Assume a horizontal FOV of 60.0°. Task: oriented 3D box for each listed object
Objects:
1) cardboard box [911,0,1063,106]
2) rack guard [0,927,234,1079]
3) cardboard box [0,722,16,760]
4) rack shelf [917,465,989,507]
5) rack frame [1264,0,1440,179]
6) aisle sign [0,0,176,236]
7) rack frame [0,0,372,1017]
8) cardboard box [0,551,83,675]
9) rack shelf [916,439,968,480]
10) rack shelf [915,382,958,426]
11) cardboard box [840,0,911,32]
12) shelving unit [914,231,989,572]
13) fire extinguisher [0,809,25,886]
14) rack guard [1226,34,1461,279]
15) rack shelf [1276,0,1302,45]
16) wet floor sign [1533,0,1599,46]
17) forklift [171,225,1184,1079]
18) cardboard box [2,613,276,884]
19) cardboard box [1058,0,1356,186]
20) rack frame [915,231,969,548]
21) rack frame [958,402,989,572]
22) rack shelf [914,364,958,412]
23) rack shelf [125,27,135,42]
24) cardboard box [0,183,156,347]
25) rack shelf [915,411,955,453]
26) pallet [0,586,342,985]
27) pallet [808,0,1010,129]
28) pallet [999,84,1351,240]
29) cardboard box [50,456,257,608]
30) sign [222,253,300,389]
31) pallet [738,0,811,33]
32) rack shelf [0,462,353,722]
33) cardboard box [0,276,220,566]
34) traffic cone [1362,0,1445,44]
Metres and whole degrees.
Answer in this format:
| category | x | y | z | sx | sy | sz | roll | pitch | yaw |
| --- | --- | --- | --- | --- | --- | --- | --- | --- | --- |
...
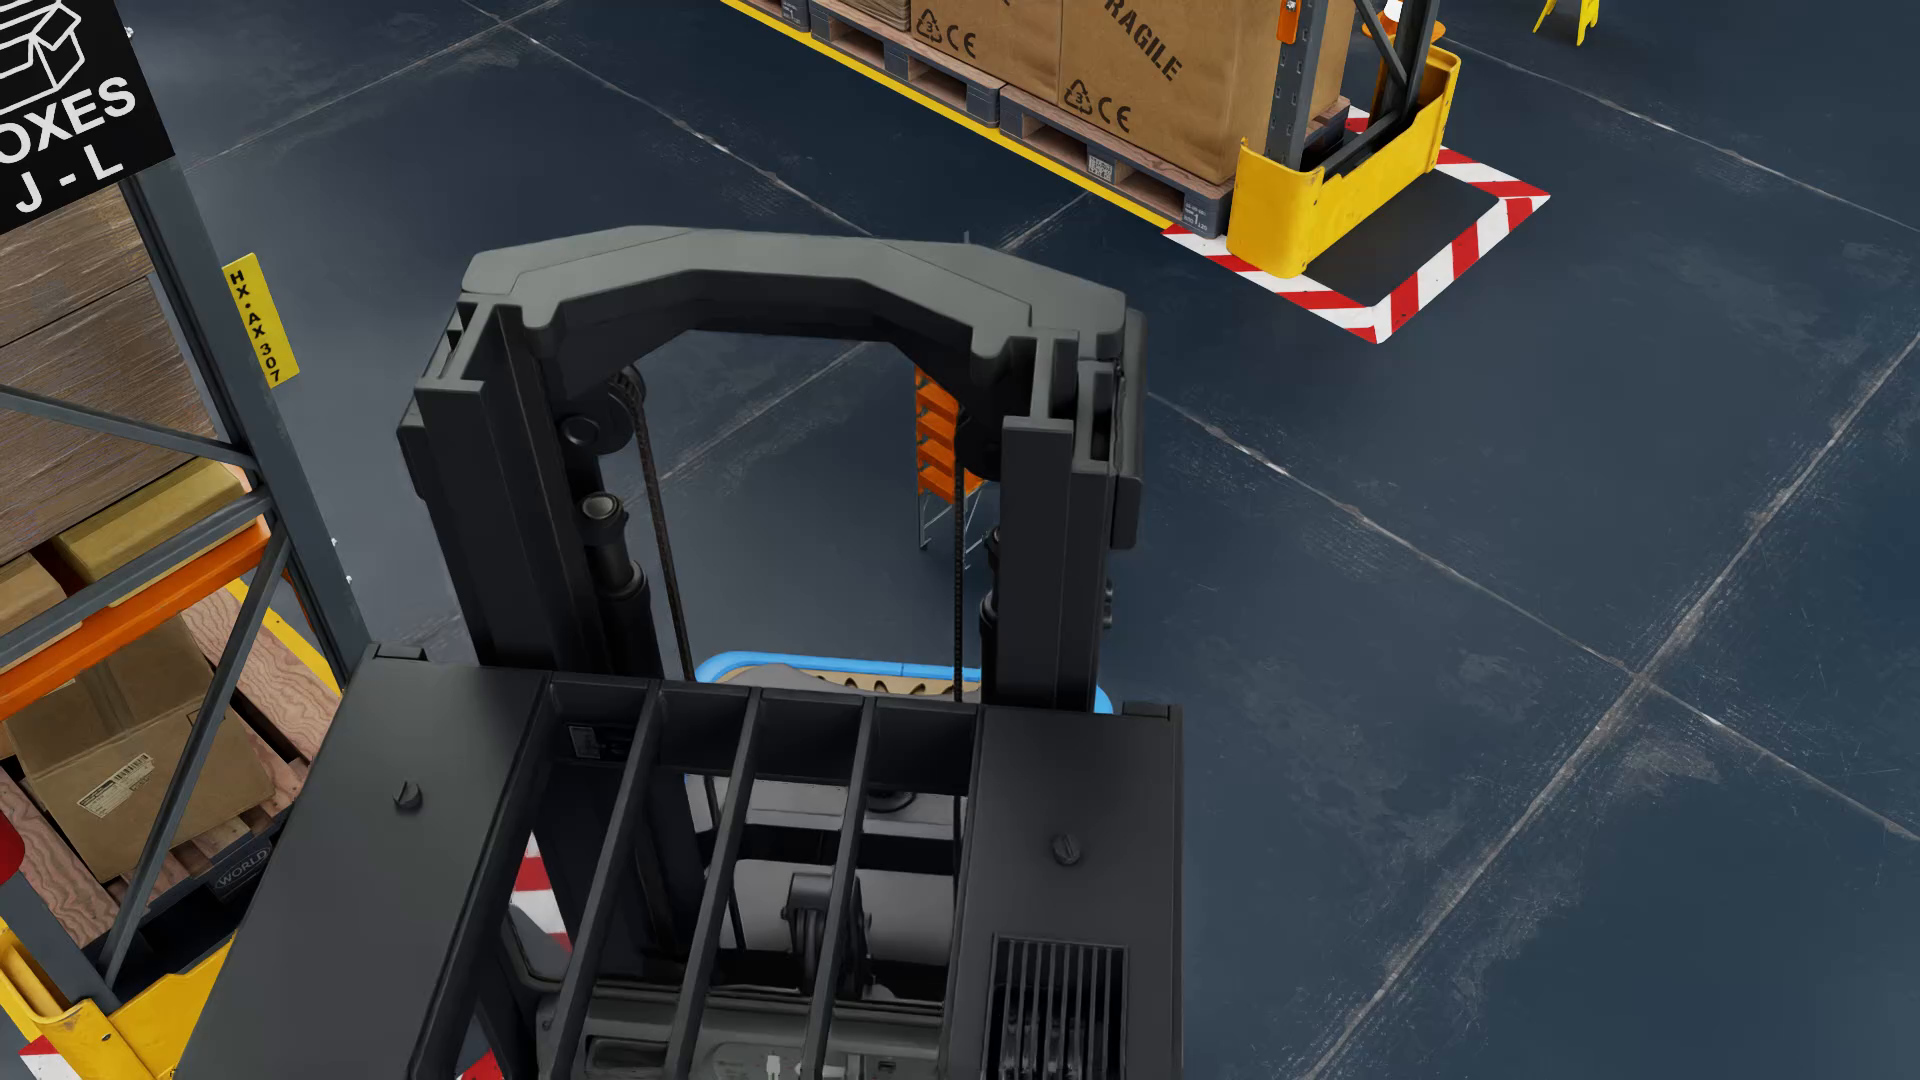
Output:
| category | x | y | z | sx | sy | sz | roll | pitch | yaw |
| --- | --- | --- | --- | --- | --- | --- | --- | --- | --- |
| cardboard box | 0.388 | -2.626 | 7.328 | 0.875 | 0.875 | 0.875 | 33 | 55 | 27 |
| rack guard | -1.915 | 0.949 | 4.516 | 0.348 | 0.500 | 1.175 | 34 | 55 | 28 |
| cardboard box | -2.770 | 0.248 | 4.886 | 0.500 | 0.500 | 0.500 | -25 | 52 | -21 |
| rack shelf | 0.011 | -0.209 | 5.513 | 0.180 | 0.103 | 0.258 | 34 | 55 | 28 |
| rack frame | 1.579 | -2.476 | 6.017 | 0.127 | 3.000 | 1.000 | 34 | 55 | 28 |
| aisle sign | -1.610 | -0.889 | 2.744 | 0.004 | 0.787 | 0.394 | 34 | 55 | 28 |
| rack frame | -1.859 | 0.131 | 3.569 | 0.127 | 3.000 | 1.000 | 34 | 55 | 28 |
| cardboard box | -2.209 | 0.187 | 3.689 | 0.250 | 0.149 | 0.380 | 34 | 55 | 28 |
| rack shelf | 0.011 | -0.291 | 5.426 | 0.180 | 0.103 | 0.258 | 34 | 55 | 28 |
| rack shelf | 0.011 | -0.455 | 5.251 | 0.180 | 0.103 | 0.258 | 34 | 55 | 28 |
| cardboard box | -0.281 | -3.078 | 7.752 | 0.875 | 0.875 | 0.875 | 34 | 56 | 28 |
| shelving unit | 0.011 | -0.404 | 5.306 | 0.189 | 1.200 | 0.258 | 34 | 55 | 28 |
| fire extinguisher | -2.088 | 0.461 | 3.312 | 0.183 | 0.674 | 0.296 | 34 | 55 | 28 |
| rack guard | 1.596 | -1.608 | 6.917 | 0.348 | 0.500 | 1.175 | 34 | 55 | 28 |
| rack shelf | 0.109 | -3.219 | 7.208 | 4.000 | 0.370 | 1.077 | 34 | 55 | 28 |
| wet floor sign | 2.943 | -2.716 | 7.858 | 0.232 | 0.644 | 0.267 | 25 | 52 | 22 |
| forklift | -0.280 | 1.099 | 2.708 | 1.130 | 2.935 | 3.031 | 4 | 47 | 4 |
| cardboard box | -2.307 | 0.525 | 4.626 | 0.500 | 0.500 | 0.500 | -28 | 53 | -24 |
| cardboard box | 1.036 | -2.192 | 6.920 | 0.875 | 0.875 | 0.875 | 34 | 56 | 28 |
| rack frame | -0.057 | -0.449 | 5.348 | 0.006 | 1.200 | 0.240 | 34 | 55 | 28 |
| rack frame | 0.078 | -0.358 | 5.263 | 0.006 | 1.200 | 0.240 | 34 | 55 | 28 |
| rack shelf | 0.011 | -0.537 | 5.163 | 0.180 | 0.103 | 0.258 | 34 | 55 | 28 |
| rack shelf | -3.329 | -1.638 | 3.666 | 4.000 | 0.370 | 1.077 | 34 | 55 | 28 |
| cardboard box | -2.079 | -0.765 | 3.452 | 0.500 | 0.500 | 0.500 | 34 | 55 | 28 |
| rack shelf | 0.011 | -0.373 | 5.338 | 0.180 | 0.103 | 0.258 | 34 | 55 | 28 |
| pallet | -2.488 | 0.628 | 5.016 | 1.213 | 0.211 | 1.003 | 34 | 55 | 28 |
| pallet | 0.046 | -2.478 | 7.932 | 1.213 | 0.211 | 1.003 | 34 | 55 | 28 |
| pallet | 0.938 | -1.875 | 7.366 | 1.213 | 0.211 | 1.003 | 34 | 55 | 28 |
| cardboard box | -1.907 | -0.051 | 3.913 | 0.250 | 0.149 | 0.380 | 34 | 55 | 28 |
| sign | -1.492 | -0.456 | 3.527 | 0.005 | 0.325 | 0.100 | 34 | 55 | 28 |
| pallet | -0.855 | -3.081 | 8.498 | 1.213 | 0.211 | 1.003 | 34 | 55 | 28 |
| rack shelf | -3.329 | -0.611 | 4.760 | 4.000 | 0.370 | 1.077 | 34 | 55 | 28 |
| cardboard box | -2.245 | -0.291 | 3.693 | 0.500 | 0.500 | 0.875 | 34 | 55 | 28 |
| traffic cone | 2.152 | -2.631 | 7.903 | 0.334 | 0.463 | 0.336 | 34 | 55 | 28 |
